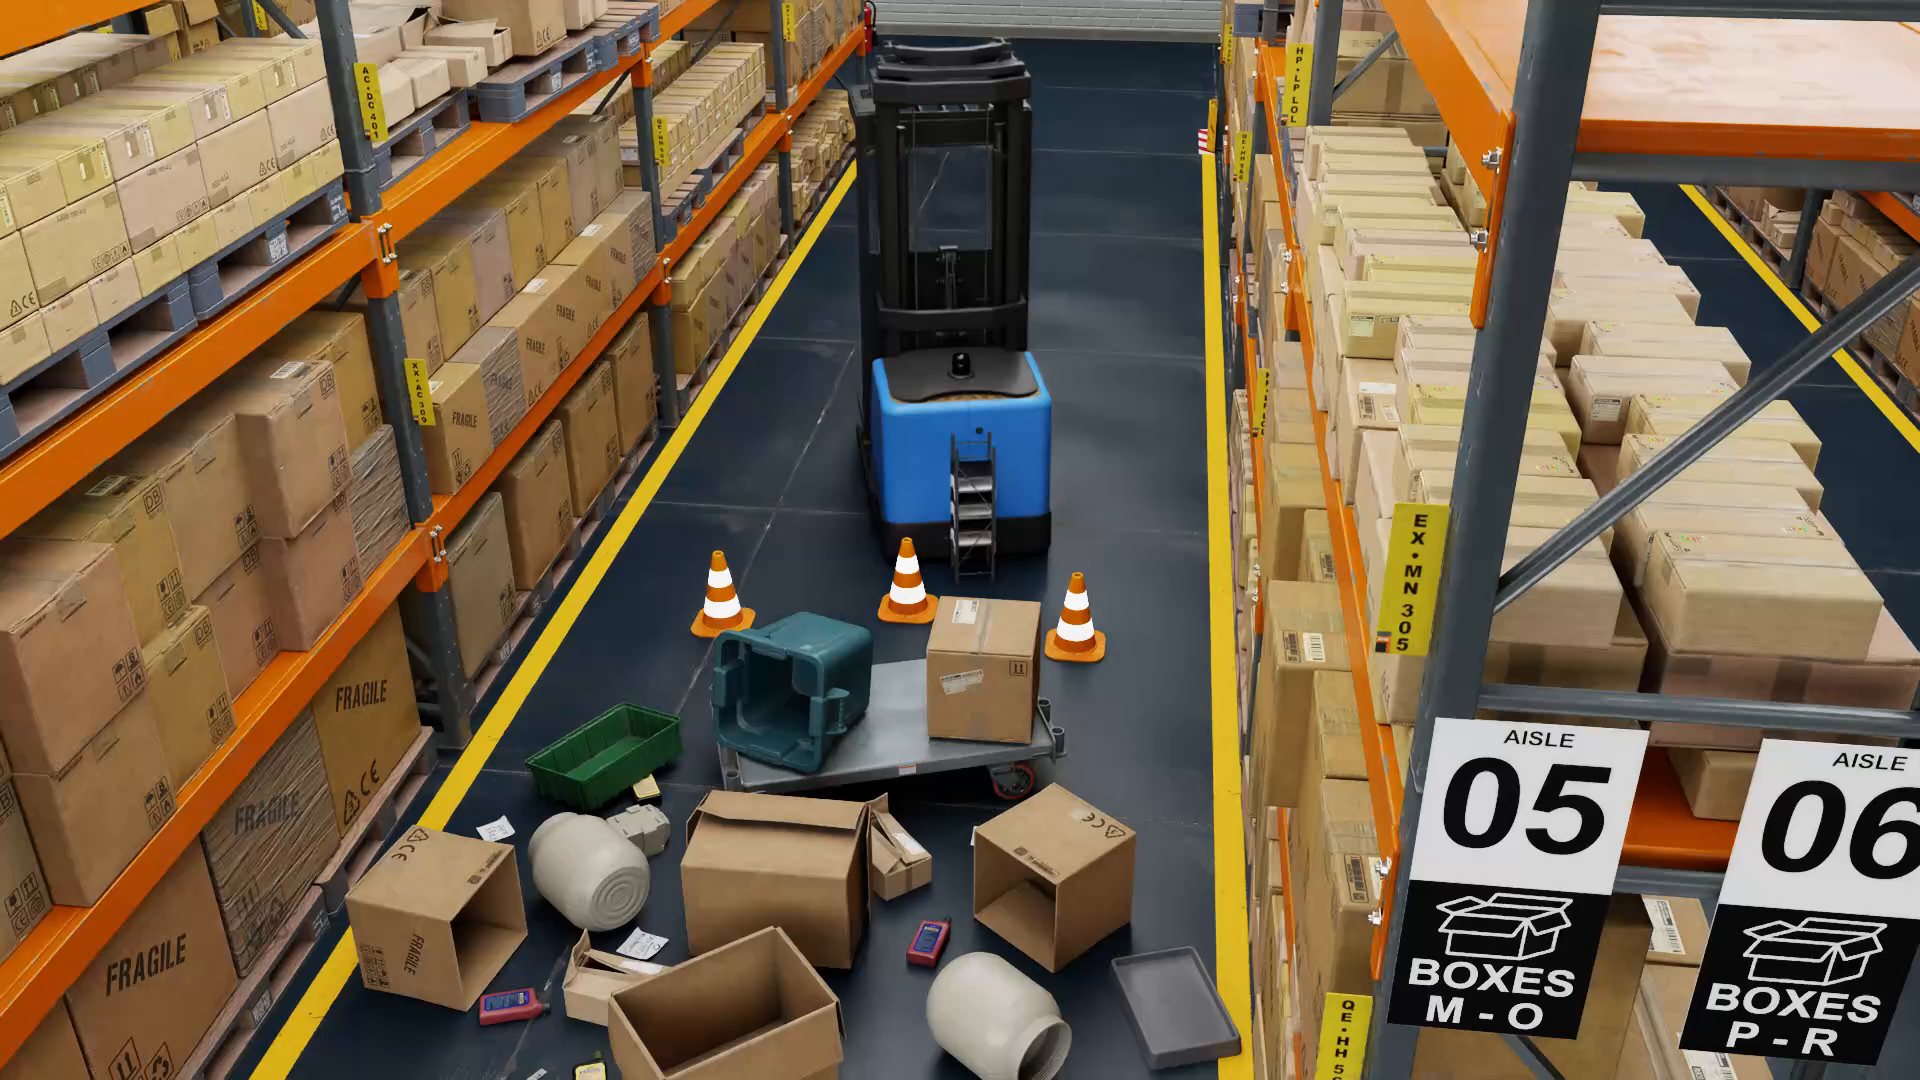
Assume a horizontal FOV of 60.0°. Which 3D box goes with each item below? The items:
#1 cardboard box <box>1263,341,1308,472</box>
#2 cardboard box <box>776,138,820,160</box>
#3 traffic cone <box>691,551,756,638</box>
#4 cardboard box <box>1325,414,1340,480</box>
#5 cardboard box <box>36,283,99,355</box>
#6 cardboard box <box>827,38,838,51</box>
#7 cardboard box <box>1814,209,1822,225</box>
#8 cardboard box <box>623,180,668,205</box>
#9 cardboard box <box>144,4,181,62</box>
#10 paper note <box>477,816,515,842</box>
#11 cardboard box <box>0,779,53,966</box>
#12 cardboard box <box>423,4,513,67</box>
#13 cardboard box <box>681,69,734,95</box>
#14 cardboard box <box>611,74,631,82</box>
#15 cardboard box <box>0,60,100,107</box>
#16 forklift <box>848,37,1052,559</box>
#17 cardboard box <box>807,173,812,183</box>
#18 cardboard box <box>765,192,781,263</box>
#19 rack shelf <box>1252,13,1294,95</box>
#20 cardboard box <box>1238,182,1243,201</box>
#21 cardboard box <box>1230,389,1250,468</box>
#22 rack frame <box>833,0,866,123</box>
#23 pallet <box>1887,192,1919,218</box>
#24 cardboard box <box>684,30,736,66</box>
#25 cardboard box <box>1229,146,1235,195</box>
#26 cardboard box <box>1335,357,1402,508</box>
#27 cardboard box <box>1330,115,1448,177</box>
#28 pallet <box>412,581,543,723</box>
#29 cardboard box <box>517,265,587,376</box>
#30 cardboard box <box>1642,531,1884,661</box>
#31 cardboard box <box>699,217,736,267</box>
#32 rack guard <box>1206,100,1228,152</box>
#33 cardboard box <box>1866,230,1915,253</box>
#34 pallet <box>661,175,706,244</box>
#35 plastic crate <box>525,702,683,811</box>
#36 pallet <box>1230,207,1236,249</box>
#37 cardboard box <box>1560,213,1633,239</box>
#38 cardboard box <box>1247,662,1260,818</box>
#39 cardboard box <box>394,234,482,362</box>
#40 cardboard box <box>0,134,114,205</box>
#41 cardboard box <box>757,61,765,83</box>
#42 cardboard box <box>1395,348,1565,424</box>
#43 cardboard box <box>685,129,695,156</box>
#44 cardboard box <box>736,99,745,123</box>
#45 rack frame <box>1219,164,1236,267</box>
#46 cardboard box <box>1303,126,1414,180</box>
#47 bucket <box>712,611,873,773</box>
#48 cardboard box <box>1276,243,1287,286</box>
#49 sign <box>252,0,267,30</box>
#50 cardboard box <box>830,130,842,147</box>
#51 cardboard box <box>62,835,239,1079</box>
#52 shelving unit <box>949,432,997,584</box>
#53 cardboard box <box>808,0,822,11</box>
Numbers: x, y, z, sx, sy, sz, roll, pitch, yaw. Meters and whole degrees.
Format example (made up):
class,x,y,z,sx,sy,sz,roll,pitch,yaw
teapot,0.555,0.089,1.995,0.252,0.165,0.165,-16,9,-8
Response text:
class,x,y,z,sx,sy,sz,roll,pitch,yaw
cardboard box,1.622,-0.475,6.787,0.700,0.500,0.500,3,28,6
cardboard box,-1.610,-3.889,16.534,0.380,0.149,0.250,4,29,7
traffic cone,-1.371,0.279,9.536,0.336,0.463,0.334,3,28,6
cardboard box,1.311,-0.291,5.022,0.380,0.149,0.250,3,28,6
cardboard box,-2.979,-0.707,5.245,0.380,0.149,0.250,4,29,7
cardboard box,-1.477,-5.185,17.268,0.380,0.149,0.250,2,28,4
cardboard box,8.166,-2.964,15.445,0.380,0.149,0.250,3,28,6
cardboard box,-2.289,-2.450,11.749,0.380,0.149,0.250,3,28,5
cardboard box,-7.130,-4.258,14.120,0.797,0.503,0.637,4,29,7
paper note,-2.218,1.382,7.944,0.147,0.020,0.142,-17,33,-29
cardboard box,-3.478,1.085,5.207,0.875,0.550,0.550,3,28,6
cardboard box,-2.595,-2.653,8.735,0.396,0.266,0.258,3,28,6
cardboard box,-2.041,-3.709,13.458,0.380,0.149,0.250,2,28,5
cardboard box,-2.716,-3.629,13.310,0.380,0.149,0.250,4,29,8
cardboard box,-3.478,-1.693,6.235,0.380,0.149,0.250,3,28,6
forklift,-0.132,-1.847,10.879,1.130,2.935,3.031,-3,29,-6
cardboard box,-1.699,-3.639,16.697,0.380,0.149,0.250,2,28,4
cardboard box,-1.895,-2.781,14.735,0.500,0.500,0.500,3,28,5
rack shelf,2.626,-3.882,12.181,1.077,0.370,4.000,3,28,6
cardboard box,2.247,-2.575,11.791,0.500,0.250,0.500,3,28,5
cardboard box,2.302,-0.700,11.006,0.950,0.372,0.625,1,28,3
rack frame,-1.564,-5.943,18.410,1.000,3.000,0.127,3,28,6
pallet,7.541,-2.481,12.188,1.003,0.211,1.213,3,28,6
cardboard box,-2.275,-4.479,15.274,0.500,0.500,0.500,3,28,6
cardboard box,2.344,-2.843,12.815,0.500,0.250,0.500,3,28,5
cardboard box,1.318,-0.294,4.608,0.500,0.250,0.500,4,29,8
cardboard box,1.819,-1.777,7.230,0.500,0.250,0.500,3,28,5
pallet,-3.015,0.566,9.269,1.003,0.211,1.213,3,28,6
cardboard box,-2.515,-1.282,9.653,0.500,0.500,0.500,4,29,7
cardboard box,1.647,0.112,3.432,0.380,0.149,0.250,3,28,6
cardboard box,-2.084,-2.373,13.186,0.500,0.250,0.500,4,29,7
rack guard,3.364,-4.613,18.578,1.175,0.500,0.348,3,28,6
cardboard box,7.492,-2.363,13.275,0.380,0.149,0.250,3,28,5
pallet,-2.563,-2.434,12.100,1.213,0.211,1.003,3,28,6
plastic crate,-1.755,1.076,8.285,0.450,0.188,0.662,9,28,37
pallet,3.042,-2.945,15.787,1.003,0.211,1.213,3,28,6
cardboard box,1.956,-0.962,5.426,0.380,0.149,0.250,3,28,5
cardboard box,1.551,0.904,7.368,0.500,0.500,0.500,5,29,9
cardboard box,-2.918,-1.255,8.549,0.700,0.500,0.500,3,28,5
cardboard box,-2.948,-1.178,5.280,0.380,0.149,0.250,4,29,7
cardboard box,-1.907,-4.066,14.436,0.380,0.149,0.250,4,29,8
cardboard box,1.351,-0.380,4.346,0.380,0.149,0.250,3,28,6
cardboard box,-2.195,-2.970,12.402,0.380,0.149,0.250,3,29,6
cardboard box,-2.001,-3.578,13.843,0.380,0.149,0.250,2,28,4
rack frame,2.871,-3.820,14.470,1.000,3.000,0.127,3,28,6
cardboard box,1.528,-1.486,6.399,0.380,0.149,0.250,3,28,5
bucket,-0.763,0.676,7.974,0.726,0.611,0.620,14,21,24
cardboard box,1.805,-1.385,8.405,0.380,0.149,0.250,2,28,4
sign,-6.425,-4.844,15.233,0.100,0.325,0.005,3,28,6
cardboard box,-1.458,-4.249,17.516,0.380,0.149,0.250,4,29,7
cardboard box,-3.401,1.602,6.203,0.875,0.875,0.875,3,28,5
shelving unit,0.078,-0.188,9.942,0.258,0.900,0.210,-3,29,-6
cardboard box,-1.616,-5.354,15.843,0.500,0.500,0.500,4,29,7
